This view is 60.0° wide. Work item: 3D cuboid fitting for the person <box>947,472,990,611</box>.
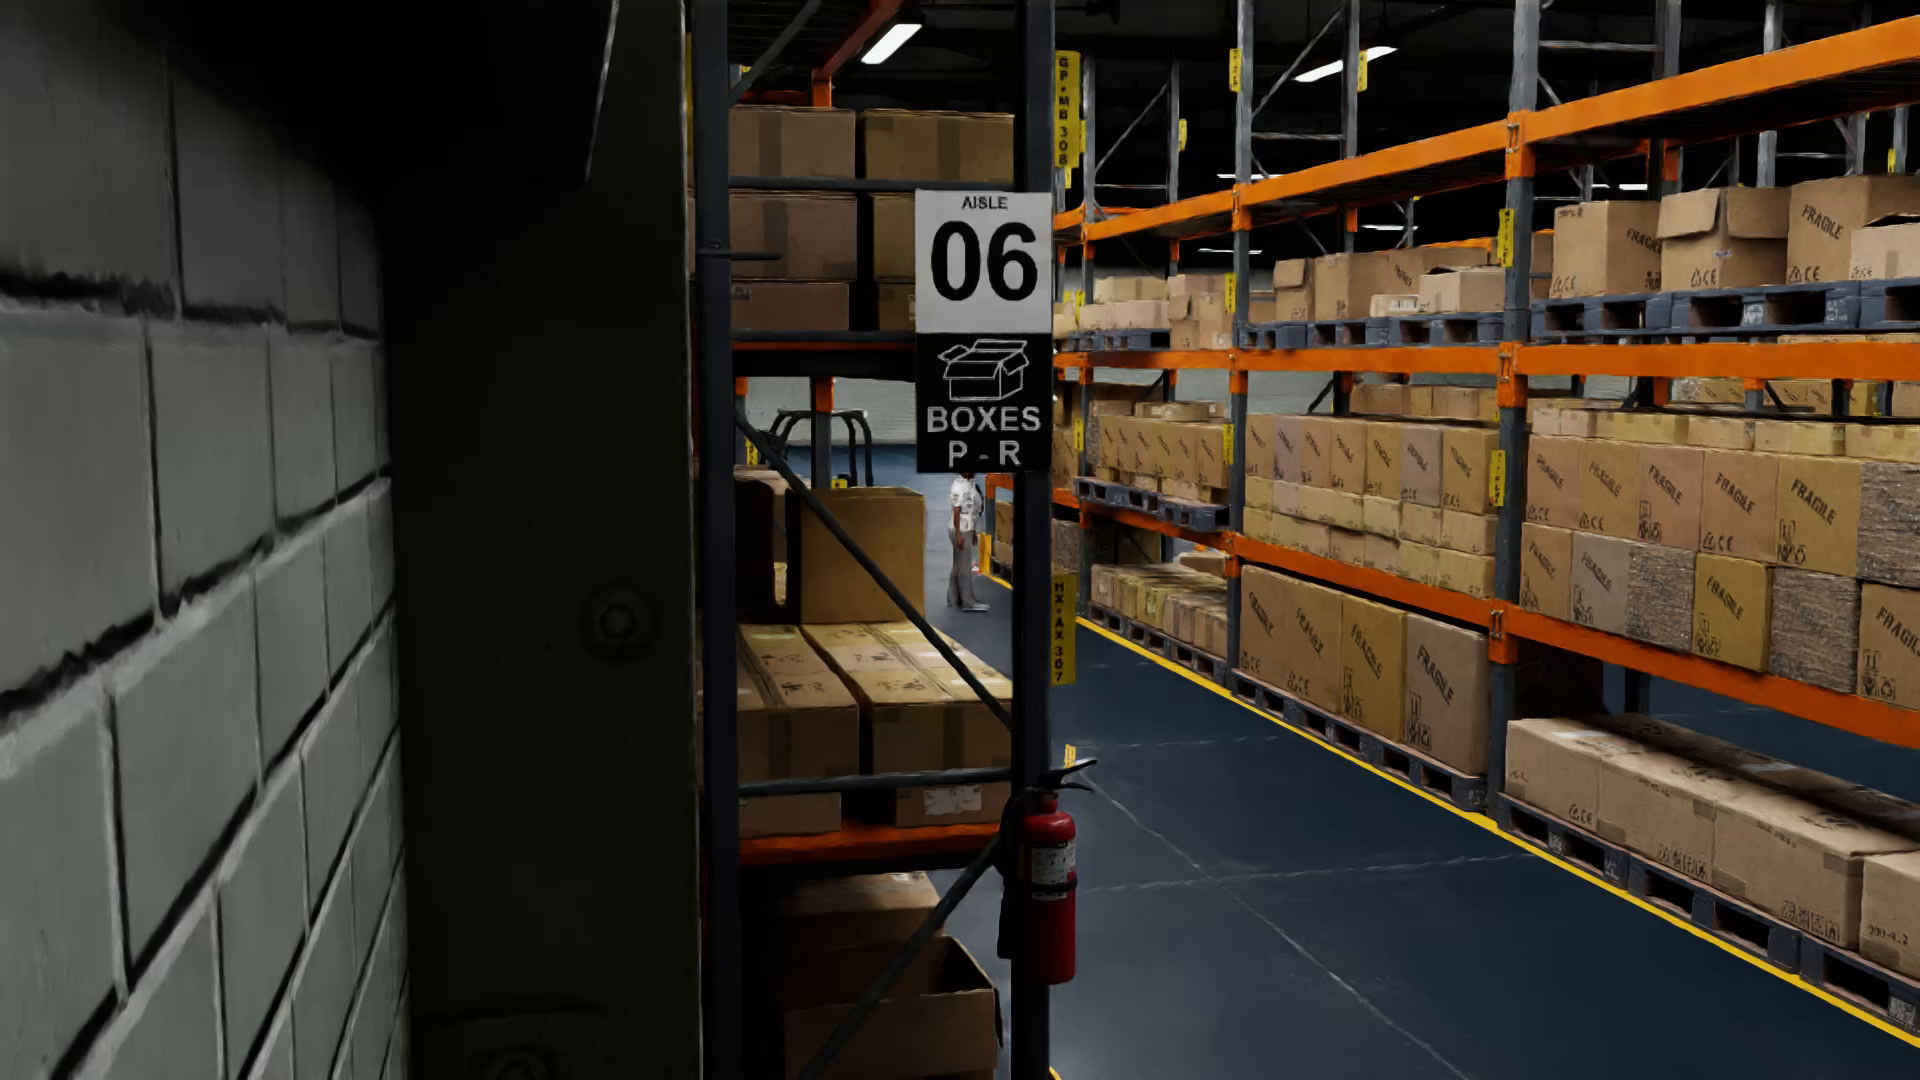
[{"bbox_3d":[0.090,-0.076,17.941,0.534,1.670,0.553,2,6,16],"label":"person"}]
